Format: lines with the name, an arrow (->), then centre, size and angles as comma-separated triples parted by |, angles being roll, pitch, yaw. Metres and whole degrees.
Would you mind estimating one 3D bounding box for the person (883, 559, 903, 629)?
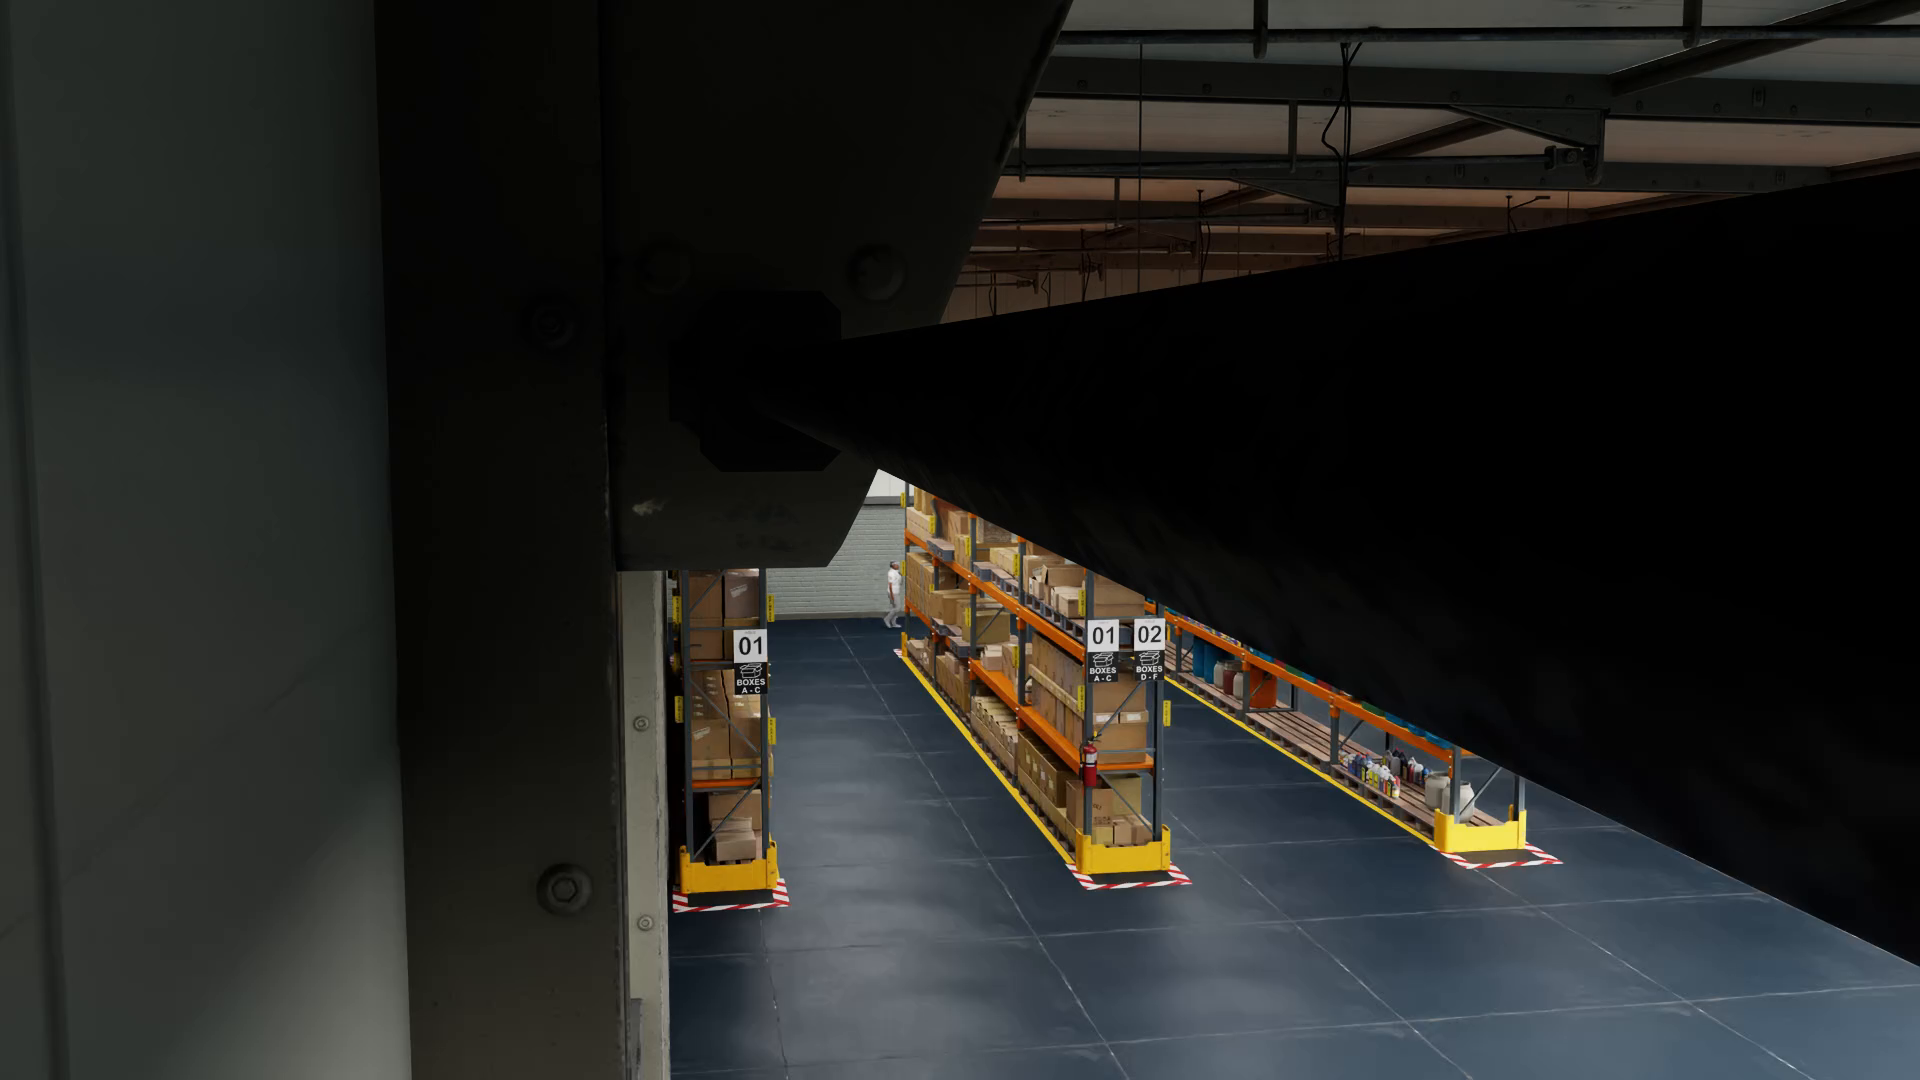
person -> -1.619, 1.298, 40.338 | 0.470, 1.673, 0.475 | 0, 6, 2
